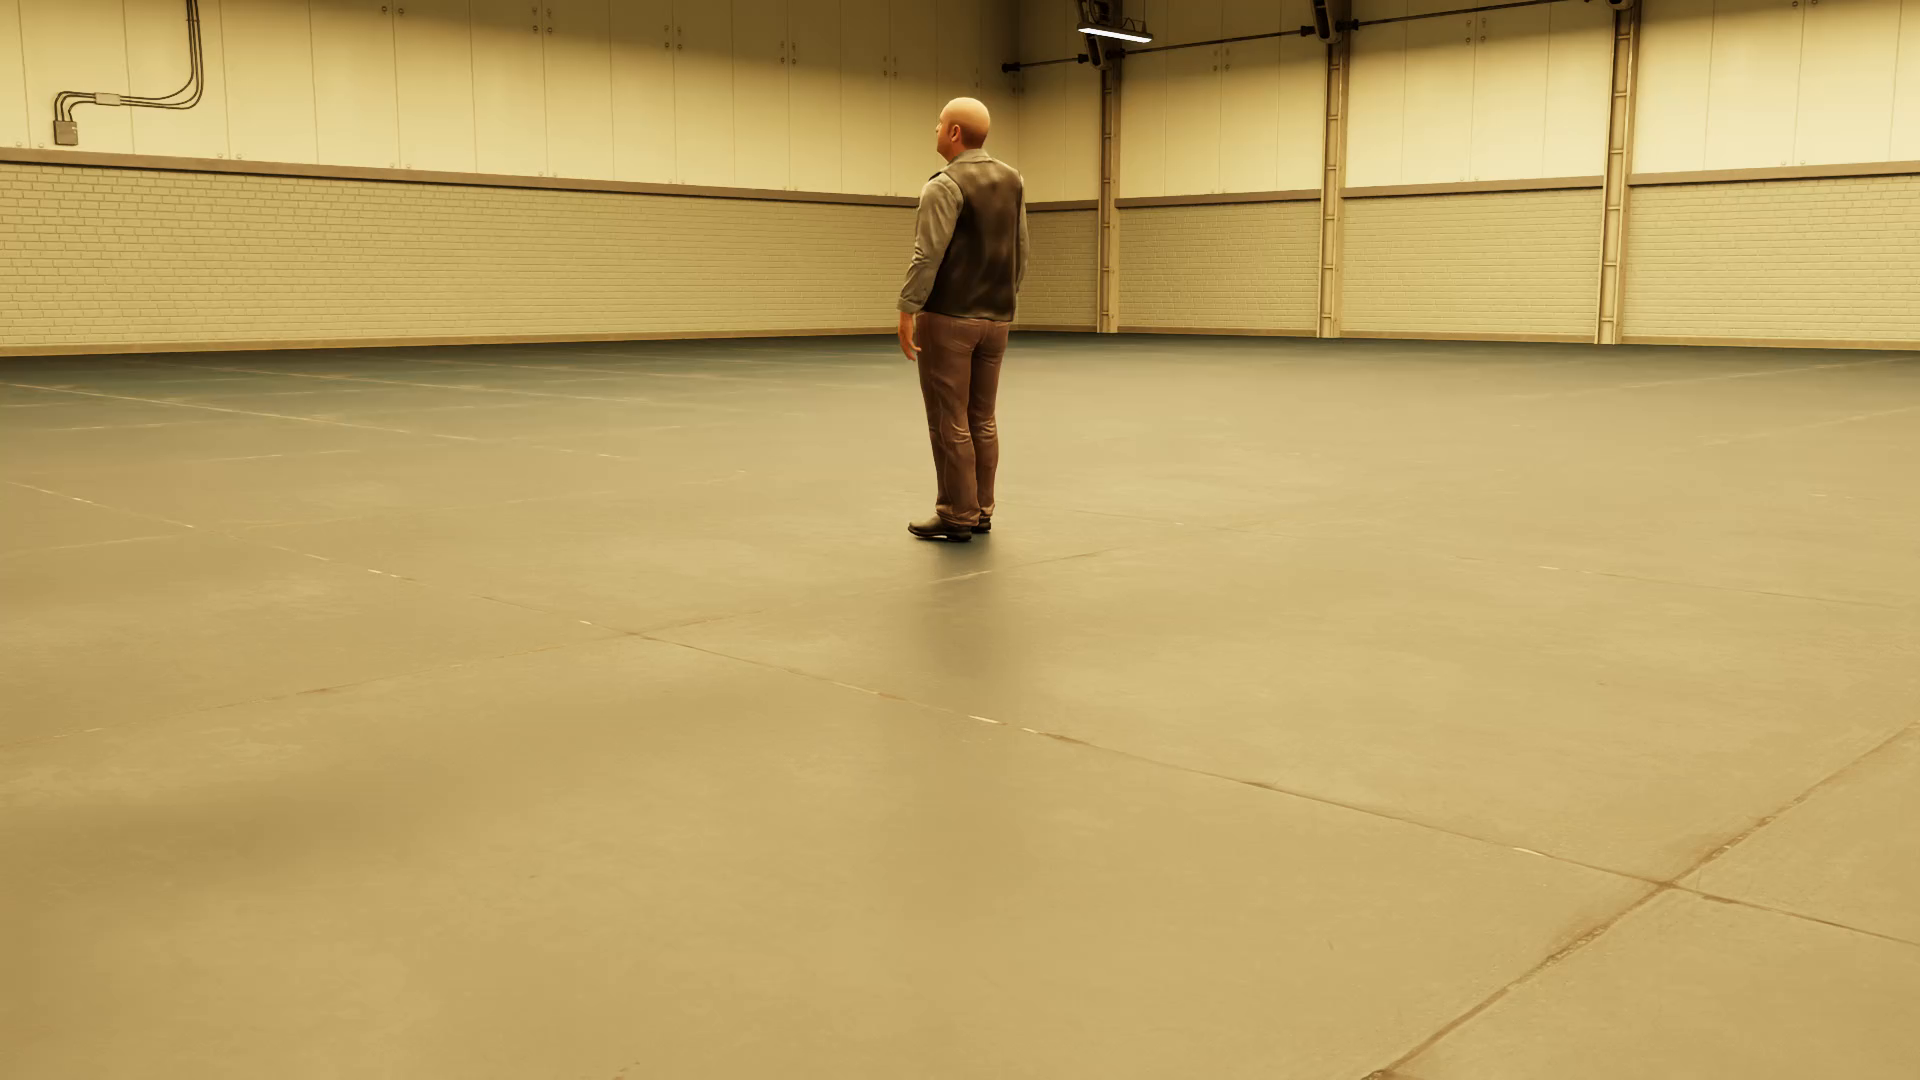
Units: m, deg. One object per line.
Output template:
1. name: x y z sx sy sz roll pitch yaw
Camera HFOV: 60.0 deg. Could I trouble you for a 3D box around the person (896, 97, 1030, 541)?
1. person: -0.040 -0.866 6.636 0.566 1.722 0.634 8 12 43
